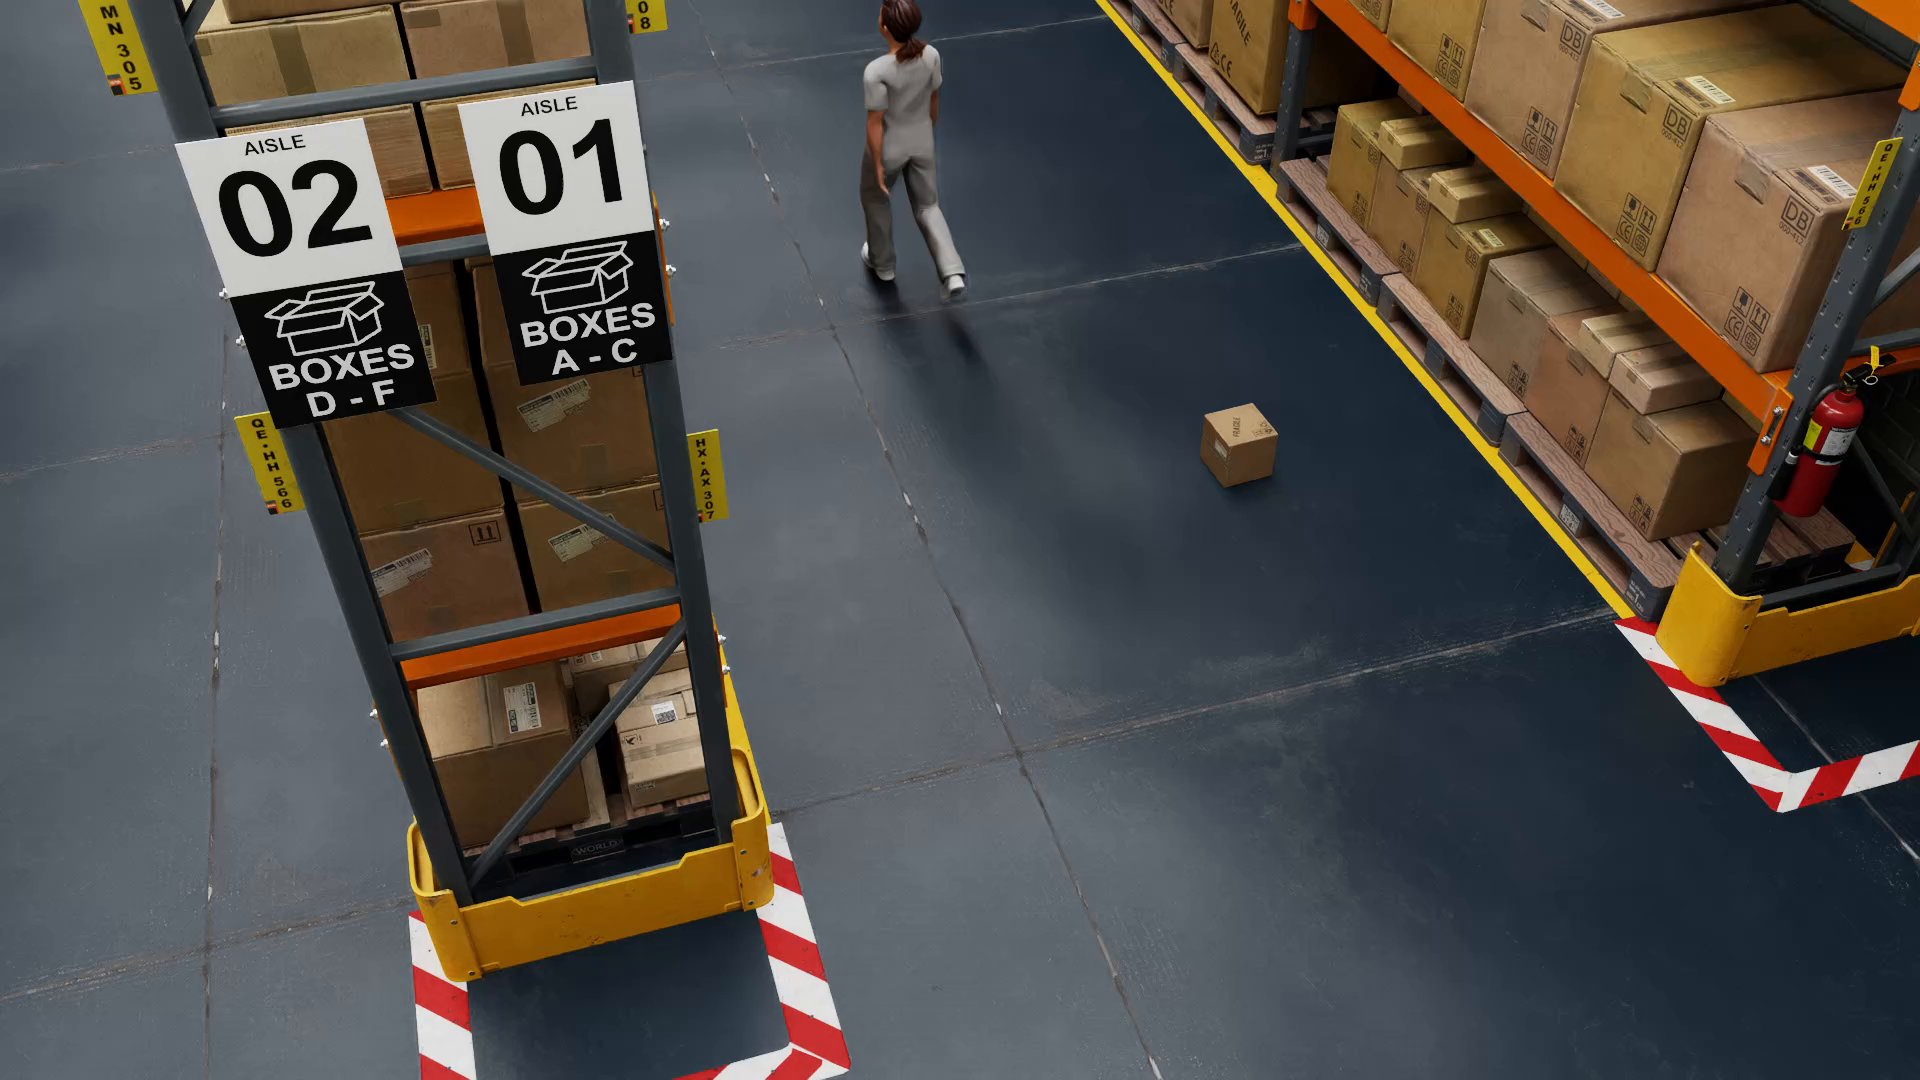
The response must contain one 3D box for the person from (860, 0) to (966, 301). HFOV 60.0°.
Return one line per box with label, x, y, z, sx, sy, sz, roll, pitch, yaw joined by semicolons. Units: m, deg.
person;-0.271;-1.920;8.250;0.438;1.635;0.879;-19;46;-20
